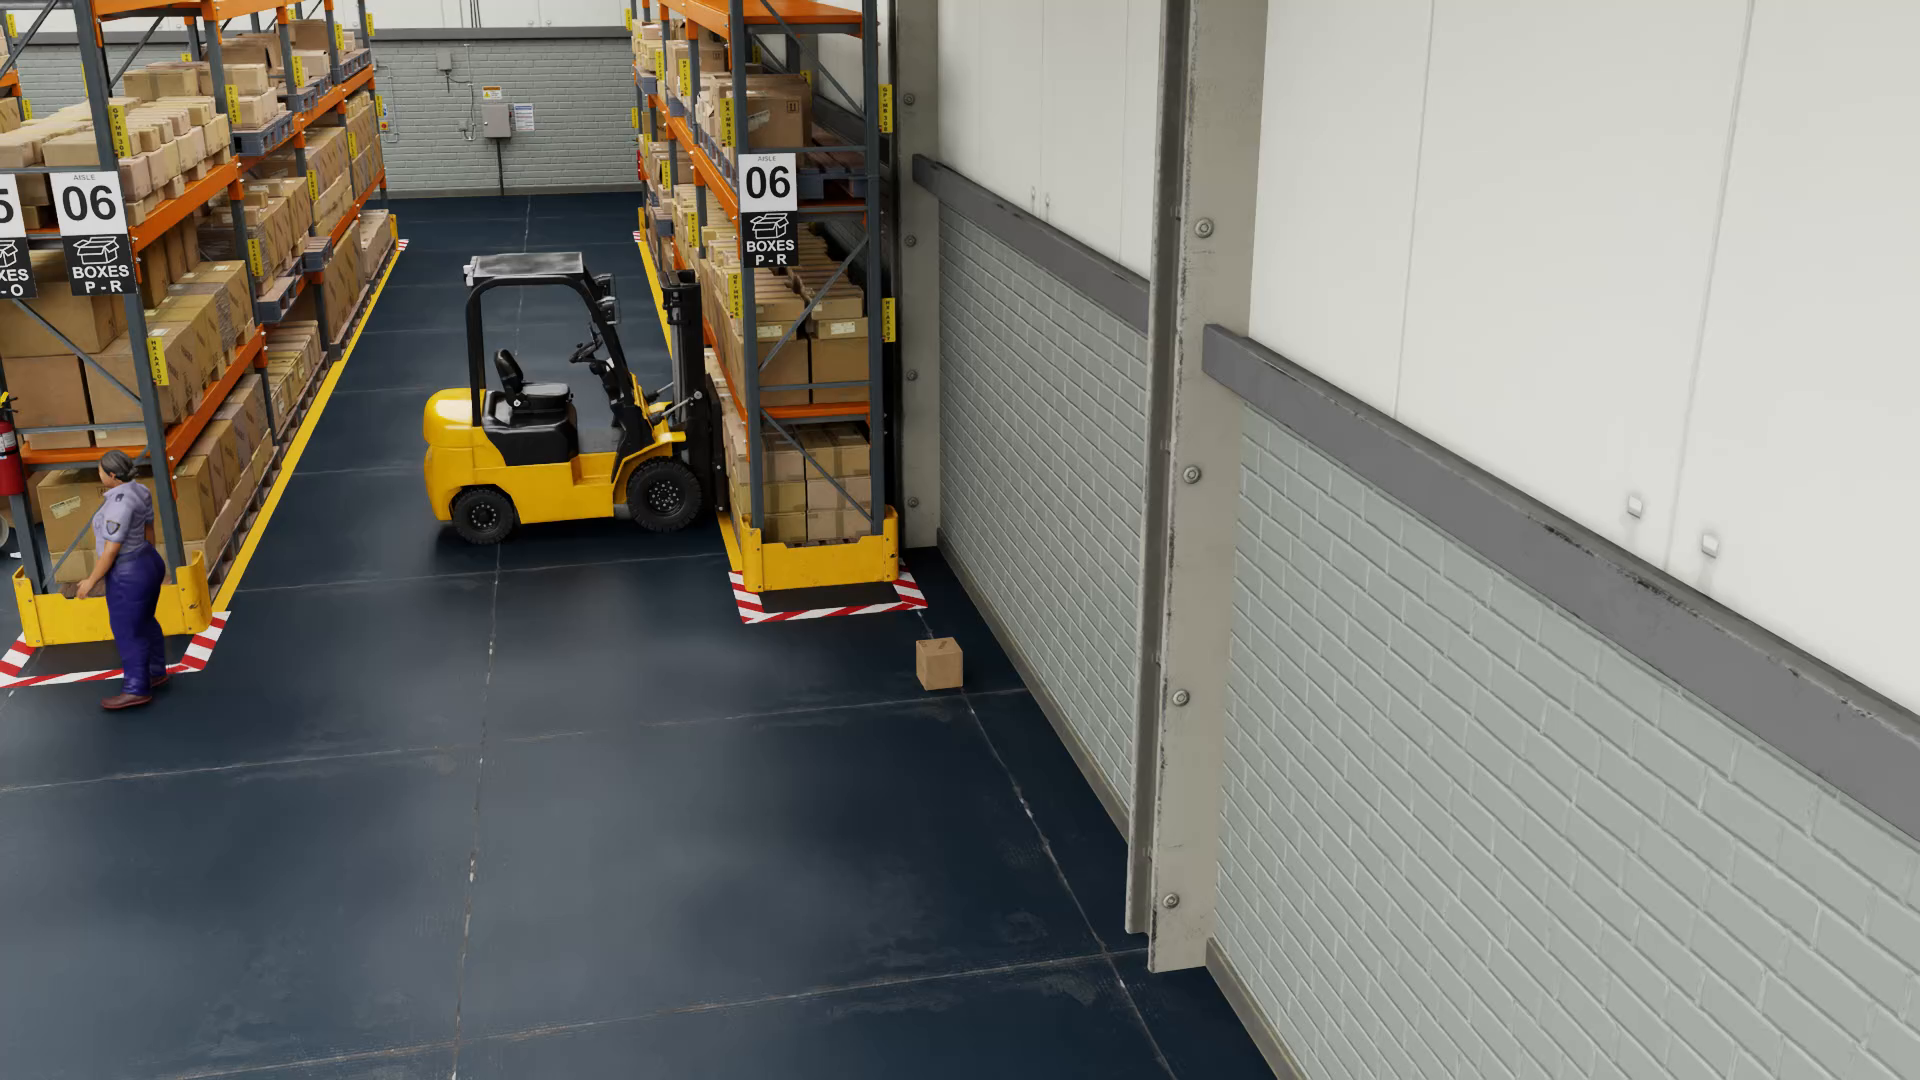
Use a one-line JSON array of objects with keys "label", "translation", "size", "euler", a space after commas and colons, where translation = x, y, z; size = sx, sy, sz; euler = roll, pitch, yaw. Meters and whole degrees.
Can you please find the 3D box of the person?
[{"label": "person", "translation": [-5.235, 0.255, 10.412], "size": [0.452, 1.704, 0.515], "euler": [-3, 20, -9]}]
